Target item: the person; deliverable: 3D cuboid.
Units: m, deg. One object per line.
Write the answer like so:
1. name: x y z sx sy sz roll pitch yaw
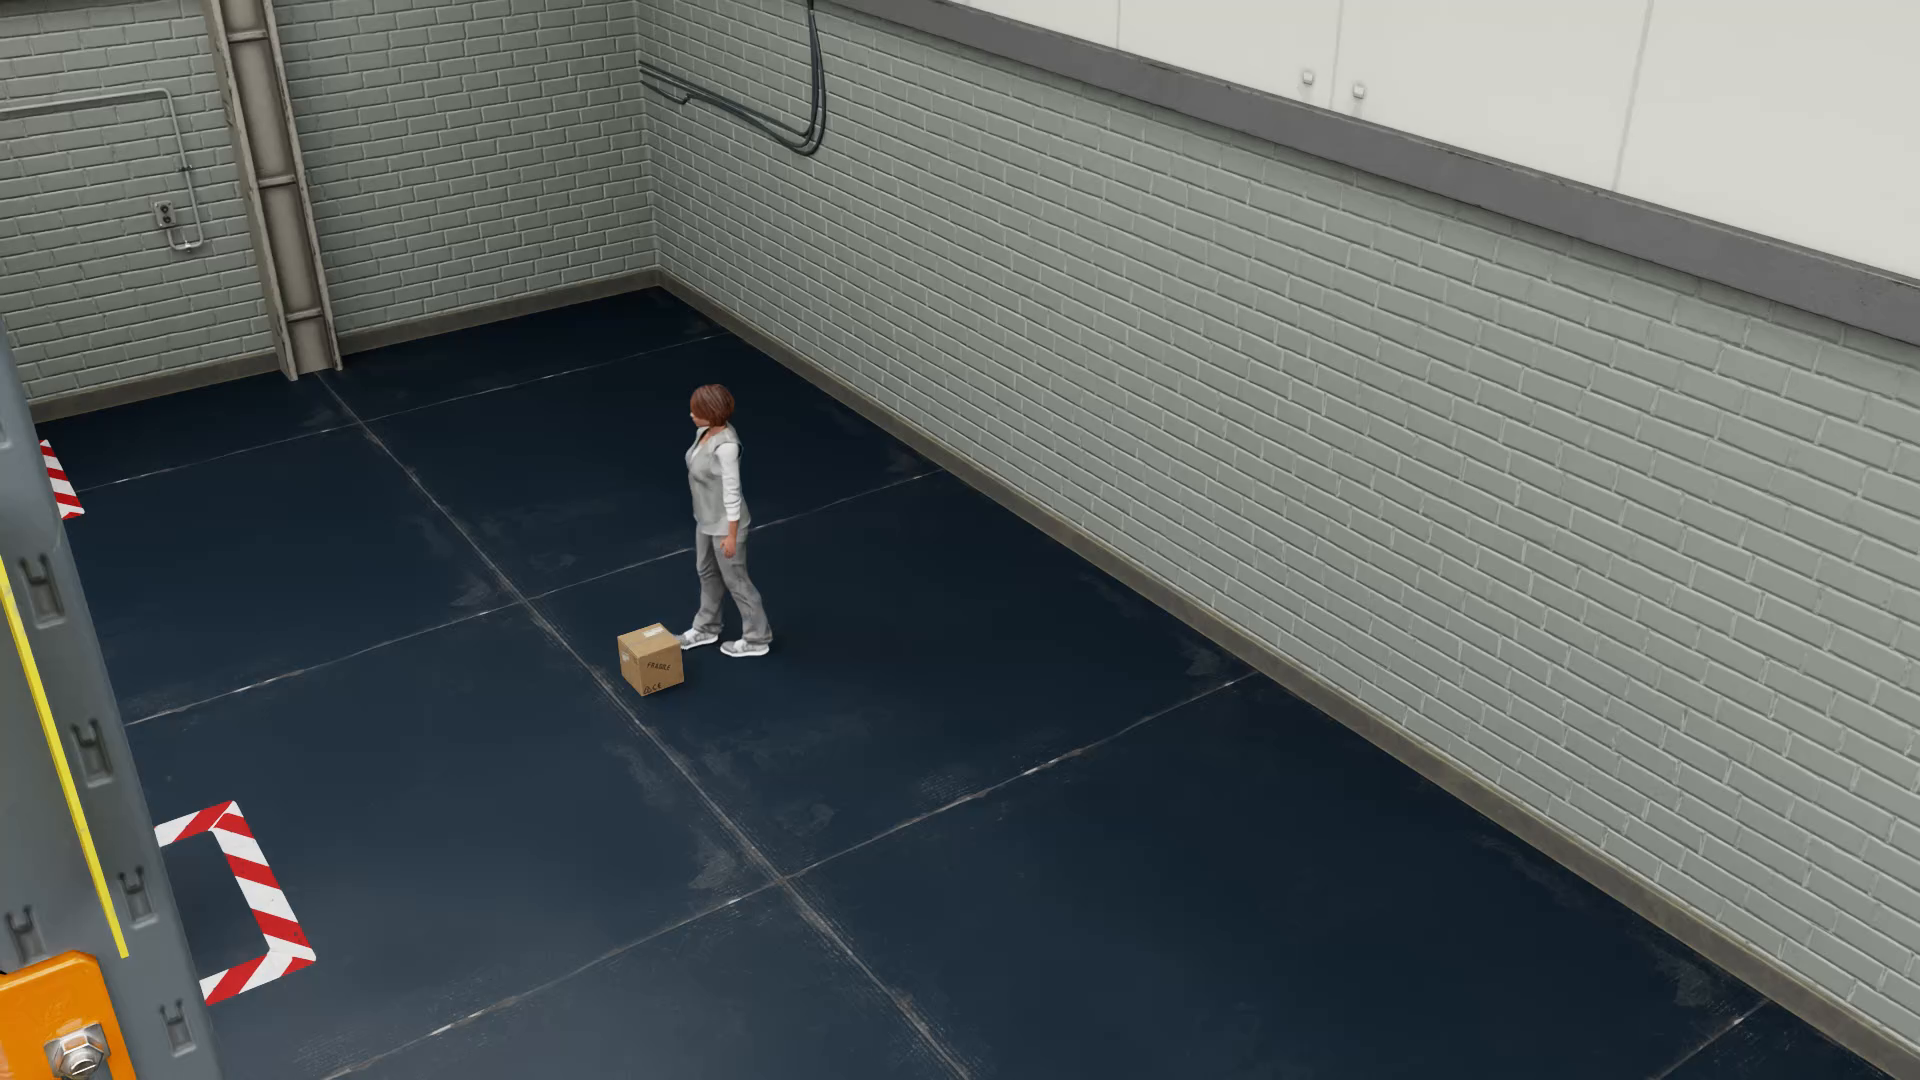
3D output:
1. person: -1.316 -0.084 8.812 0.526 1.596 0.426 -11 31 -19
